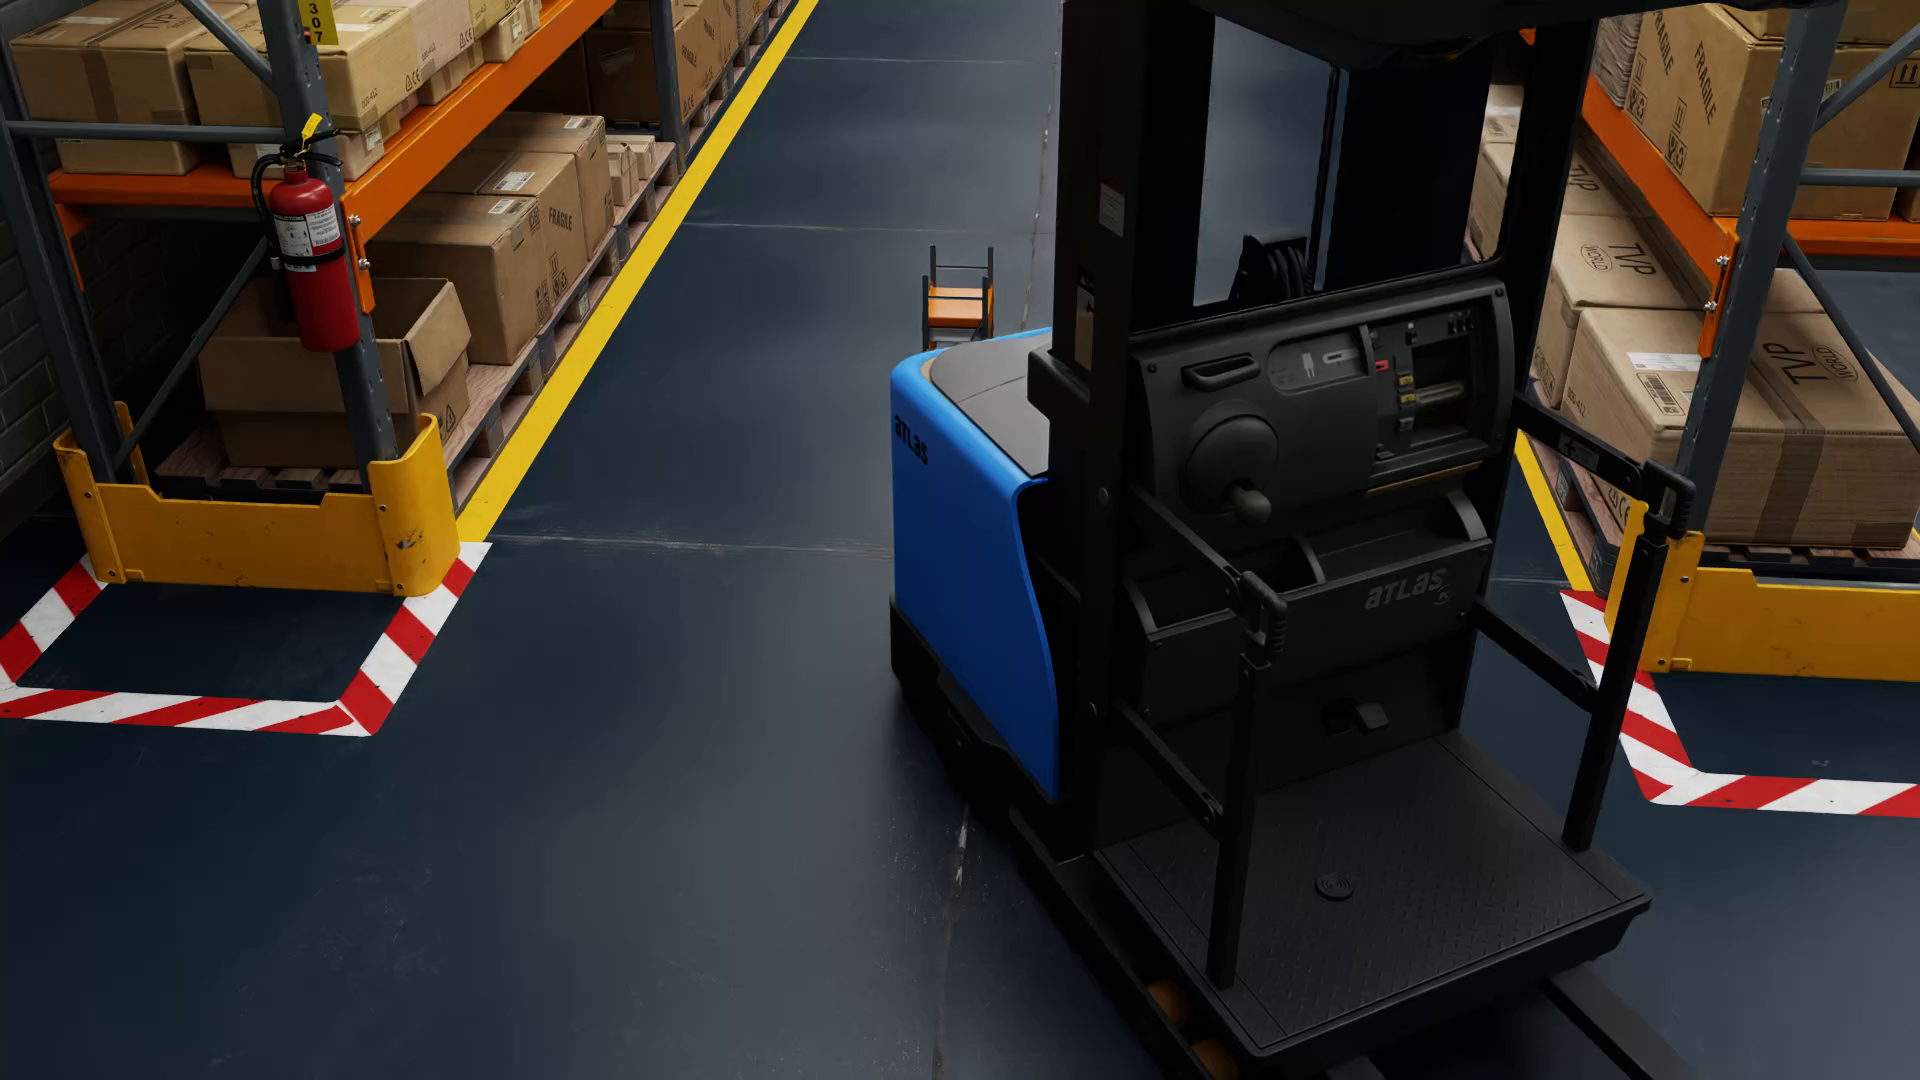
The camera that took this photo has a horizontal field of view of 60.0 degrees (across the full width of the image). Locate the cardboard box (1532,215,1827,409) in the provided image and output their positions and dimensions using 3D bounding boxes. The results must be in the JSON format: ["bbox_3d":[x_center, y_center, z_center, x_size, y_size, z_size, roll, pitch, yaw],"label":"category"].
[{"bbox_3d":[2.662,-0.869,6.343,0.875,0.438,0.875,3,32,5],"label":"cardboard box"}]

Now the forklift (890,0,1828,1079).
[{"bbox_3d":[0.883,-0.240,3.346,1.130,2.935,3.031,-14,34,-21],"label":"forklift"}]

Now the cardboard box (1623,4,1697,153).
[{"bbox_3d":[2.473,-1.520,5.263,0.500,0.500,0.500,2,32,3],"label":"cardboard box"}]

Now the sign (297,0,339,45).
[{"bbox_3d":[-1.765,-1.508,4.513,0.100,0.325,0.005,2,32,4],"label":"sign"}]

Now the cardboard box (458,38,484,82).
[{"bbox_3d":[-1.947,-1.758,5.984,0.380,0.149,0.250,3,32,5],"label":"cardboard box"}]

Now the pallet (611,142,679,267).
[{"bbox_3d":[-2.037,-1.708,8.320,1.003,0.211,1.213,2,32,4],"label":"pallet"}]

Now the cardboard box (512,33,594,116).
[{"bbox_3d":[-2.235,-2.638,9.154,0.500,0.500,0.500,2,32,4],"label":"cardboard box"}]

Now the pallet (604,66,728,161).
[{"bbox_3d":[-1.952,-2.494,9.596,1.003,0.211,1.213,2,32,4],"label":"pallet"}]

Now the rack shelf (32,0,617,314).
[{"bbox_3d":[-2.143,-1.902,6.663,1.077,0.370,4.000,2,32,4],"label":"rack shelf"}]

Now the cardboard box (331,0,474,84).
[{"bbox_3d":[-1.959,-1.715,5.533,0.500,0.250,0.500,3,32,5],"label":"cardboard box"}]

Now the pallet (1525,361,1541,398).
[{"bbox_3d":[2.731,-0.823,6.884,1.003,0.211,1.213,2,32,4],"label":"pallet"}]

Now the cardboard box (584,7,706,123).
[{"bbox_3d":[-1.716,-2.612,9.112,0.500,0.500,0.500,4,32,6],"label":"cardboard box"}]

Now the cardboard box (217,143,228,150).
[{"bbox_3d":[-2.464,-1.370,5.354,0.380,0.149,0.250,3,32,5],"label":"cardboard box"}]

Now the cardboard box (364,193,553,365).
[{"bbox_3d":[-2.053,-1.038,6.558,0.700,0.500,0.500,4,32,6],"label":"cardboard box"}]

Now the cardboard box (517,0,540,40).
[{"bbox_3d":[-1.850,-2.026,6.418,0.380,0.149,0.250,3,32,5],"label":"cardboard box"}]

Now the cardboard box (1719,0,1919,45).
[{"bbox_3d":[2.444,-1.683,4.574,0.500,0.500,0.500,3,32,6],"label":"cardboard box"}]

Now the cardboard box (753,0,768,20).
[{"bbox_3d":[-1.566,-3.695,10.869,0.500,0.500,0.500,4,32,6],"label":"cardboard box"}]

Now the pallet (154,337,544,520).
[{"bbox_3d":[-2.236,-0.432,6.250,1.003,0.211,1.213,2,32,4],"label":"pallet"}]

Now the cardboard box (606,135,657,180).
[{"bbox_3d":[-1.733,-1.915,8.316,0.380,0.149,0.250,2,32,2],"label":"cardboard box"}]

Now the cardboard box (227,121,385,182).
[{"bbox_3d":[-2.006,-1.216,5.103,0.380,0.149,0.250,2,32,4],"label":"cardboard box"}]

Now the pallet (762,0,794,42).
[{"bbox_3d":[-1.753,-3.770,11.666,1.003,0.211,1.213,2,32,4],"label":"pallet"}]

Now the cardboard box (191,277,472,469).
[{"bbox_3d":[-2.161,-0.594,5.835,0.797,0.503,0.637,1,32,2],"label":"cardboard box"}]

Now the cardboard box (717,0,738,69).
[{"bbox_3d":[-1.638,-3.152,9.988,0.500,0.500,0.500,2,32,3],"label":"cardboard box"}]

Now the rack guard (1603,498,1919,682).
[{"bbox_3d":[2.640,0.124,5.072,1.175,0.500,0.348,2,32,4],"label":"rack guard"}]

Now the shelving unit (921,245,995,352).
[{"bbox_3d":[-0.004,-0.419,5.429,0.215,1.050,0.252,2,32,4],"label":"shelving unit"}]

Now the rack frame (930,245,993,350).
[{"bbox_3d":[0.006,-0.483,5.533,0.200,1.050,0.008,2,32,4],"label":"rack frame"}]

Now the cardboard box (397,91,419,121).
[{"bbox_3d":[-2.044,-1.490,5.548,0.380,0.149,0.250,2,32,3],"label":"cardboard box"}]

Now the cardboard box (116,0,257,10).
[{"bbox_3d":[-2.490,-1.747,5.585,0.500,0.250,0.500,3,32,4],"label":"cardboard box"}]

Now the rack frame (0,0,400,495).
[{"bbox_3d":[-2.306,-1.163,4.777,1.000,3.000,0.127,2,32,4],"label":"rack frame"}]

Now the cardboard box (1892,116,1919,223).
[{"bbox_3d":[2.967,-1.234,4.798,0.500,0.500,0.500,2,32,4],"label":"cardboard box"}]

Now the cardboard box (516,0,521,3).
[{"bbox_3d":[-1.901,-2.248,6.399,0.500,0.250,0.500,2,32,3],"label":"cardboard box"}]

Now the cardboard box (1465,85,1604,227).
[{"bbox_3d":[2.809,-1.808,7.867,0.875,0.438,0.875,2,32,3],"label":"cardboard box"}]

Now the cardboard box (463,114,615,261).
[{"bbox_3d":[-1.969,-1.581,7.439,0.700,0.500,0.500,1,32,2],"label":"cardboard box"}]
